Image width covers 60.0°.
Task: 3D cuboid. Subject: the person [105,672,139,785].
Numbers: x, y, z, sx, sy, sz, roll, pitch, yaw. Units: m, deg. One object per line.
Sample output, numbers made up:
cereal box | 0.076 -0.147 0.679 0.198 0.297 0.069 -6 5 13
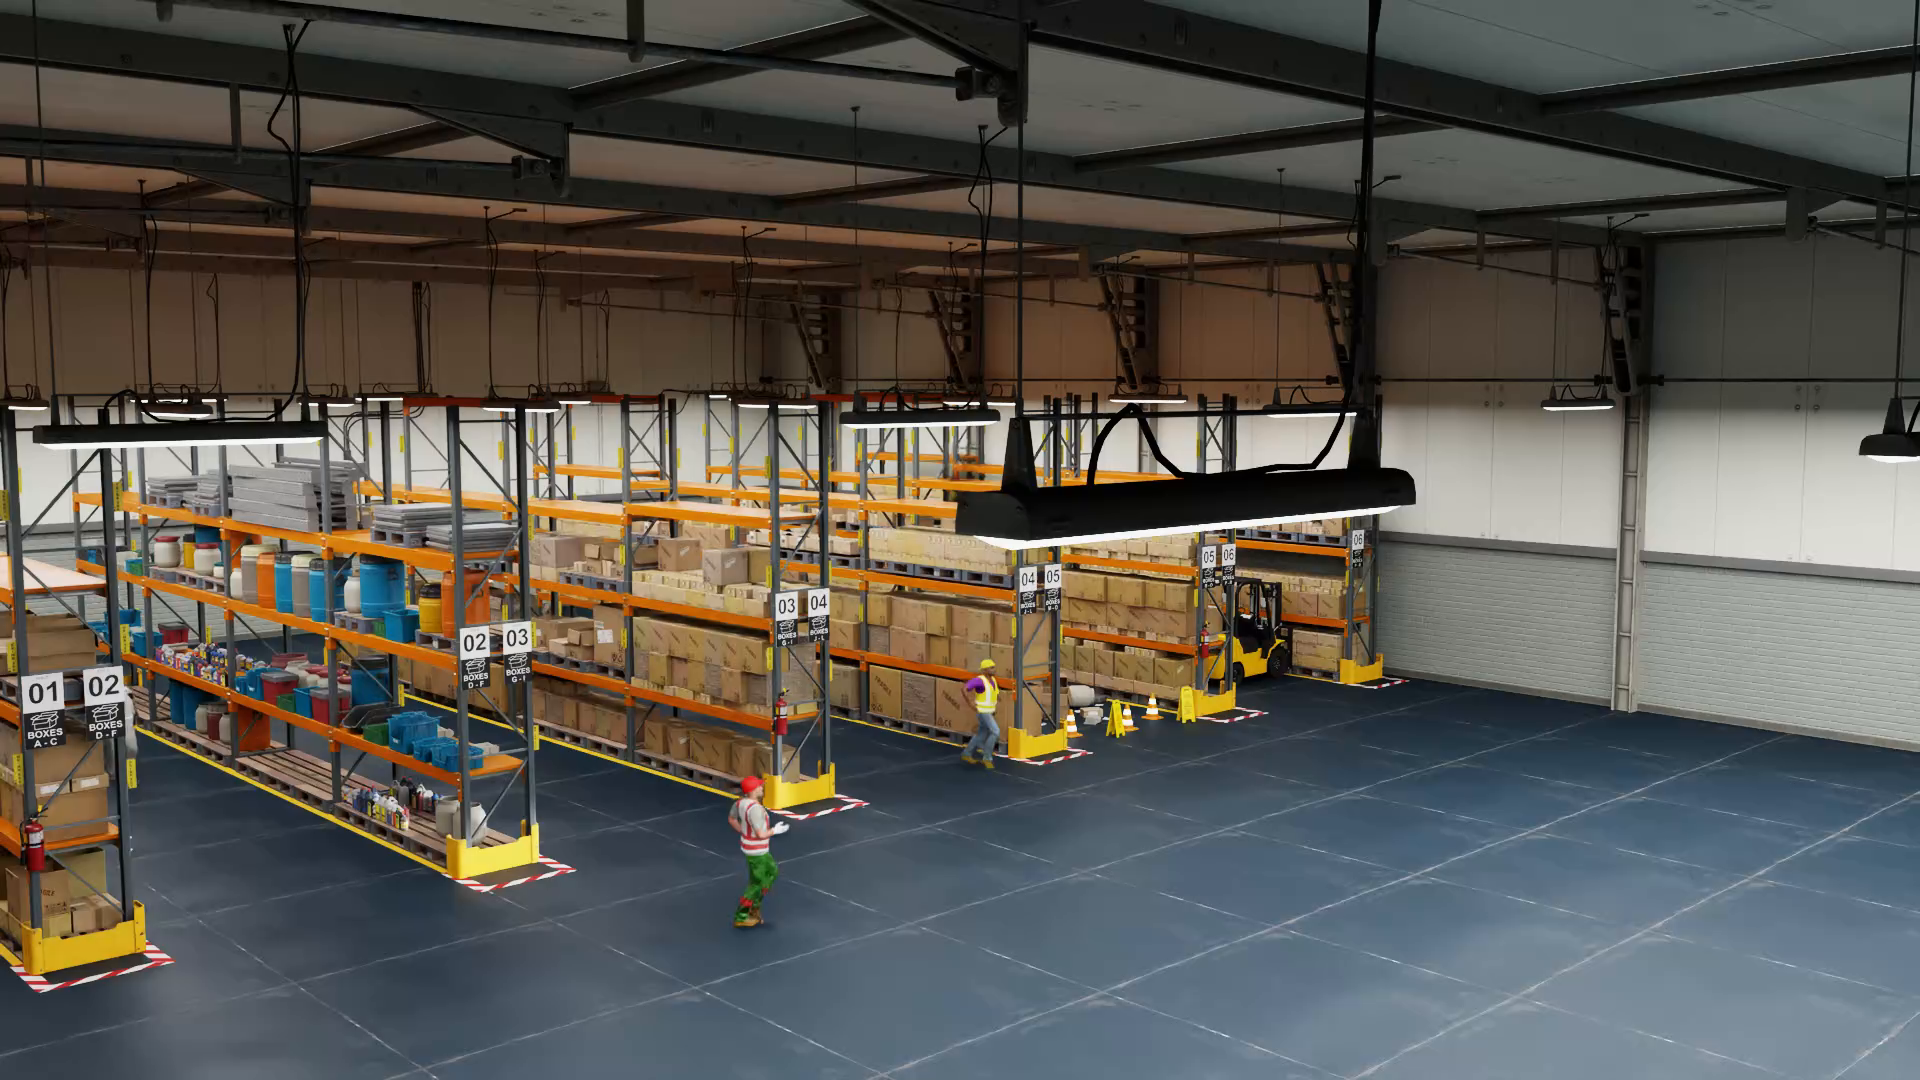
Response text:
person | -13.158 2.963 25.999 0.781 1.837 0.641 5 8 43

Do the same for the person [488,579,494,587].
person | -11.061 1.741 38.741 0.717 1.782 0.666 -1 6 -13

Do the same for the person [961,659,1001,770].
person | 0.376 2.859 27.237 0.707 1.820 0.697 2 6 23

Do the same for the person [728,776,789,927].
person | -2.315 3.594 19.189 0.655 1.795 0.634 -2 6 -19

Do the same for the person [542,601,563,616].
person | -10.057 1.528 41.136 0.578 1.688 0.653 -5 7 -43
